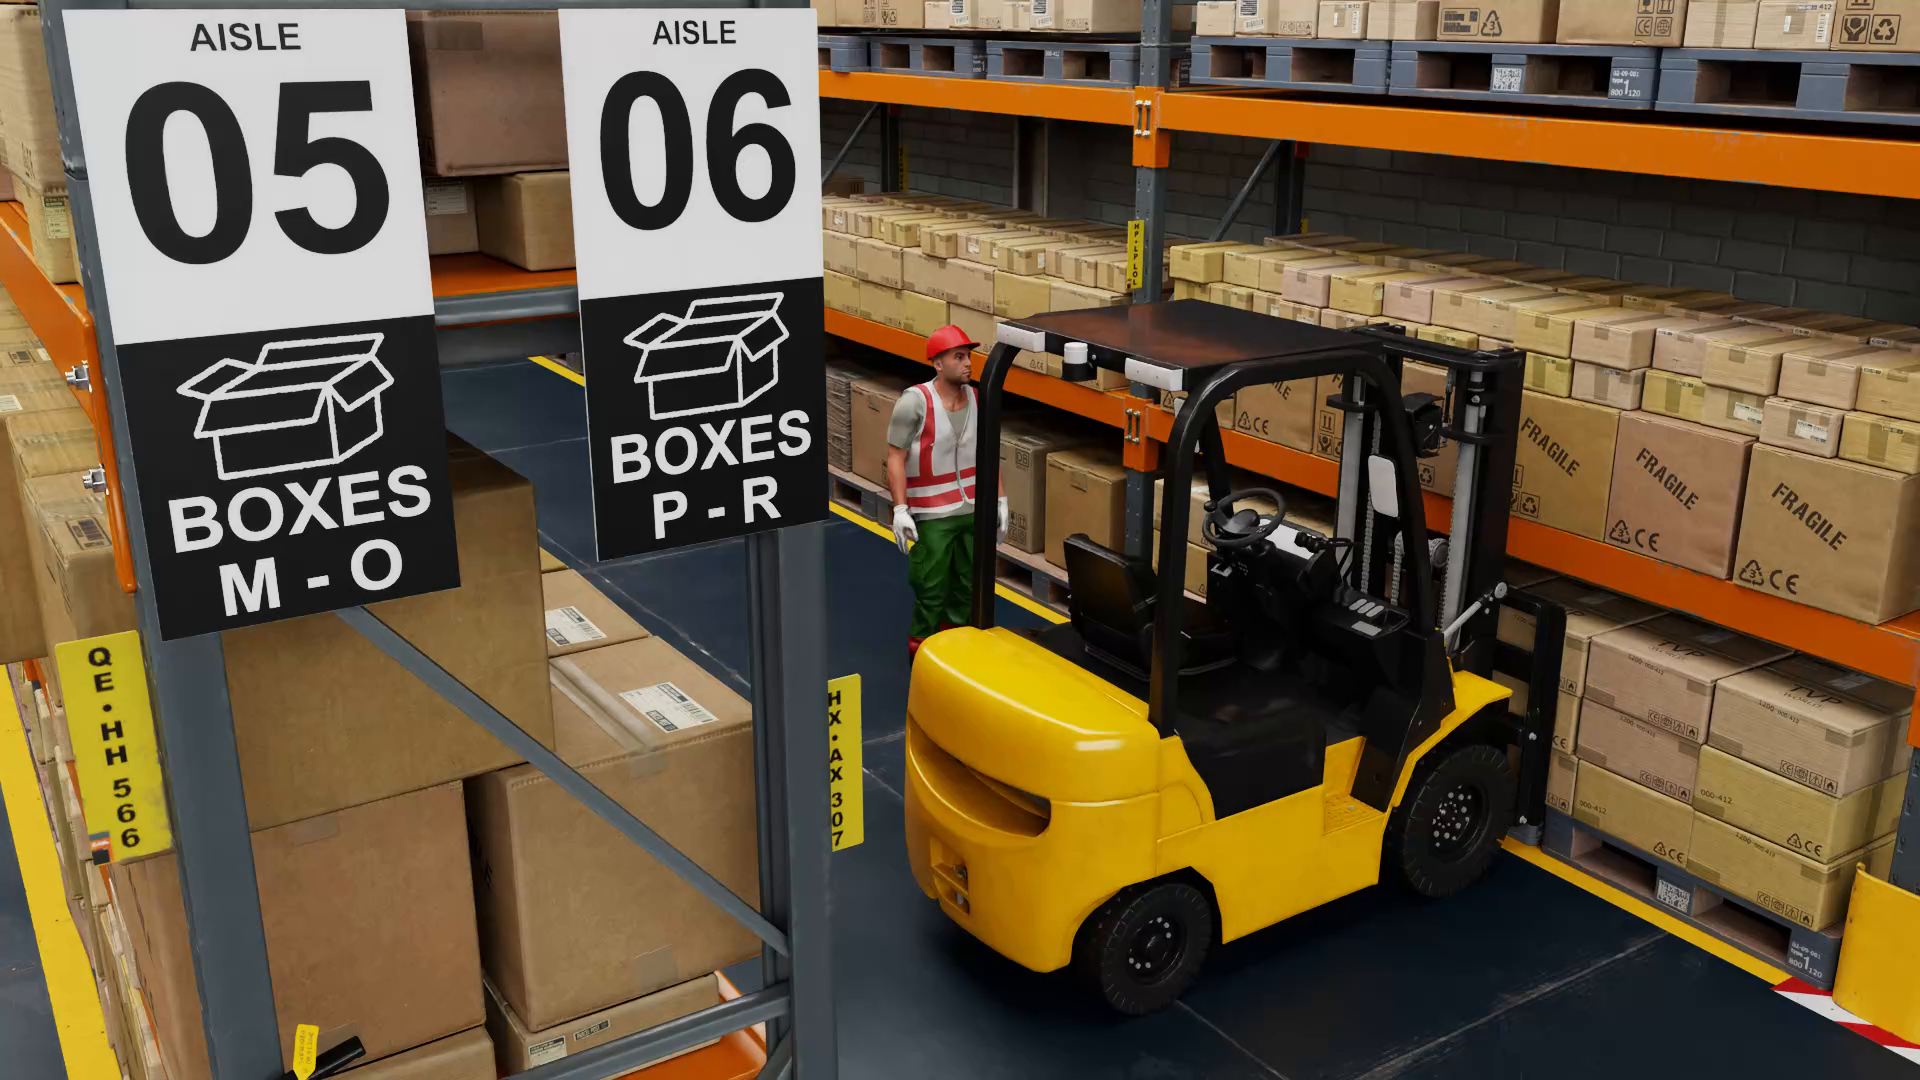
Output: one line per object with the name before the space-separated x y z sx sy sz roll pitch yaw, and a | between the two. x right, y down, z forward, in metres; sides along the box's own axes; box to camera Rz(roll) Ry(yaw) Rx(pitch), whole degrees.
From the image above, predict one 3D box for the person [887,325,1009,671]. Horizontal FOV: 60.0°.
person | -0.012 -0.093 7.774 0.638 1.787 0.564 -11 21 -31
